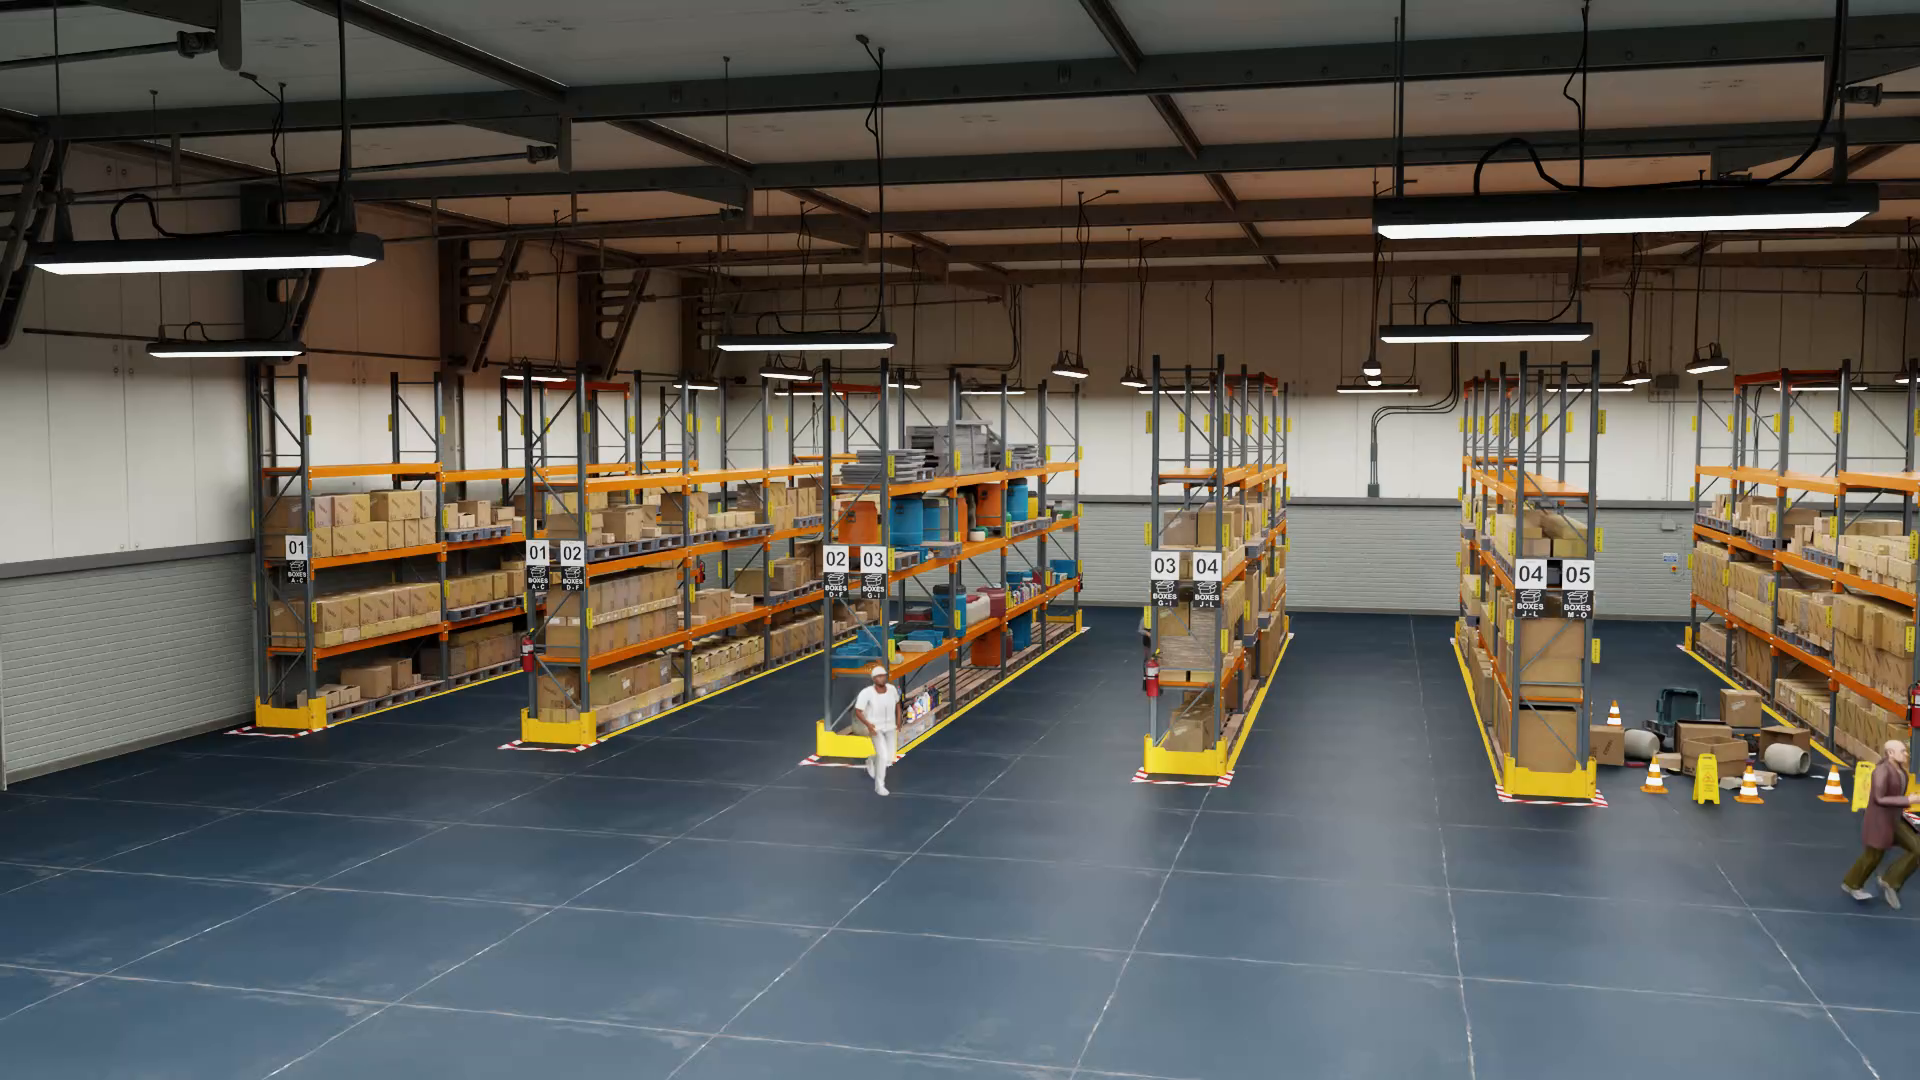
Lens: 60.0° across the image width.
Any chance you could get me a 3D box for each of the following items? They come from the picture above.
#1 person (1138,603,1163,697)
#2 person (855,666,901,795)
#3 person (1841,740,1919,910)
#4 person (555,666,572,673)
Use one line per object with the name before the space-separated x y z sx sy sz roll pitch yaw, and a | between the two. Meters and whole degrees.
person | 3.612 2.018 30.855 0.622 1.760 0.732 1 4 10
person | -1.129 2.579 22.745 0.703 1.749 0.649 -3 5 -32
person | 9.591 2.930 17.223 0.752 1.770 0.885 -3 5 -35
person | -7.458 1.958 31.453 0.690 1.816 0.809 0 4 0
